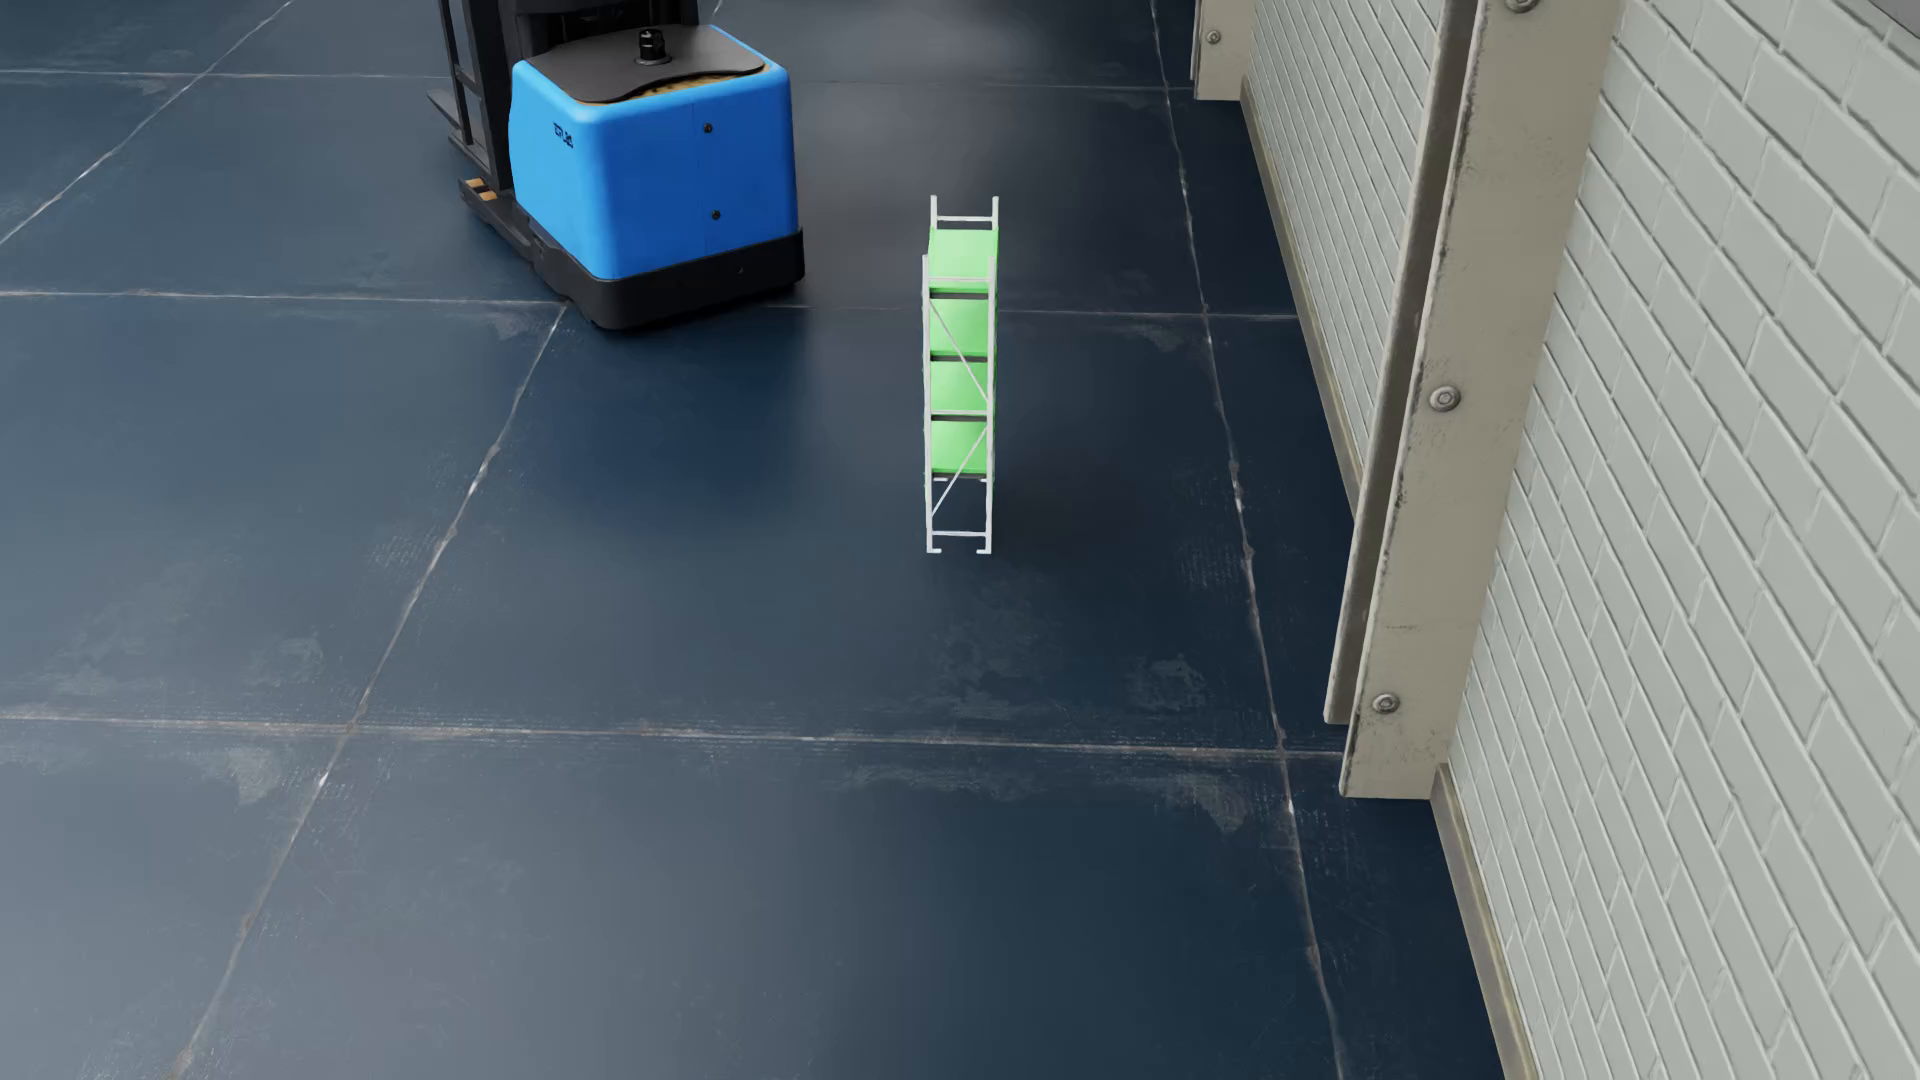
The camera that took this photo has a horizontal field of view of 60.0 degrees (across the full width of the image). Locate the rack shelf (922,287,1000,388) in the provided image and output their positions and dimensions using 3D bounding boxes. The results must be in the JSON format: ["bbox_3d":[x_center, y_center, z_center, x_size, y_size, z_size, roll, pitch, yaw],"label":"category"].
[{"bbox_3d":[0.007,-0.730,5.939,0.258,0.148,0.480,1,35,2],"label":"rack shelf"}]

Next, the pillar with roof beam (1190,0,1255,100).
[{"bbox_3d":[-2.725,-6.548,7.741,9.100,9.000,0.400,1,35,2],"label":"pillar with roof beam"}]

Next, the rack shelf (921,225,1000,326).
[{"bbox_3d":[0.007,-0.926,5.801,0.258,0.148,0.480,1,35,2],"label":"rack shelf"}]

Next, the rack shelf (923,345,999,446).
[{"bbox_3d":[0.007,-0.534,6.077,0.258,0.148,0.480,1,35,2],"label":"rack shelf"}]

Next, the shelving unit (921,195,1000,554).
[{"bbox_3d":[0.007,-0.586,6.040,0.258,1.200,0.503,1,35,2],"label":"shelving unit"}]

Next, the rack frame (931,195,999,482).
[{"bbox_3d":[0.016,-0.726,6.240,0.240,1.200,0.015,1,35,2],"label":"rack frame"}]

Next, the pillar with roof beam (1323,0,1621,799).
[{"bbox_3d":[-2.966,-3.101,2.836,9.100,9.000,0.400,1,35,2],"label":"pillar with roof beam"}]

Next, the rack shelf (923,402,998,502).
[{"bbox_3d":[0.007,-0.337,6.215,0.258,0.148,0.480,1,35,2],"label":"rack shelf"}]

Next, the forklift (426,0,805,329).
[{"bbox_3d":[-1.955,-2.958,7.910,1.130,2.935,3.031,-20,40,-26],"label":"forklift"}]

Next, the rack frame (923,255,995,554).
[{"bbox_3d":[-0.003,-0.446,5.841,0.240,1.200,0.015,1,35,2],"label":"rack frame"}]
